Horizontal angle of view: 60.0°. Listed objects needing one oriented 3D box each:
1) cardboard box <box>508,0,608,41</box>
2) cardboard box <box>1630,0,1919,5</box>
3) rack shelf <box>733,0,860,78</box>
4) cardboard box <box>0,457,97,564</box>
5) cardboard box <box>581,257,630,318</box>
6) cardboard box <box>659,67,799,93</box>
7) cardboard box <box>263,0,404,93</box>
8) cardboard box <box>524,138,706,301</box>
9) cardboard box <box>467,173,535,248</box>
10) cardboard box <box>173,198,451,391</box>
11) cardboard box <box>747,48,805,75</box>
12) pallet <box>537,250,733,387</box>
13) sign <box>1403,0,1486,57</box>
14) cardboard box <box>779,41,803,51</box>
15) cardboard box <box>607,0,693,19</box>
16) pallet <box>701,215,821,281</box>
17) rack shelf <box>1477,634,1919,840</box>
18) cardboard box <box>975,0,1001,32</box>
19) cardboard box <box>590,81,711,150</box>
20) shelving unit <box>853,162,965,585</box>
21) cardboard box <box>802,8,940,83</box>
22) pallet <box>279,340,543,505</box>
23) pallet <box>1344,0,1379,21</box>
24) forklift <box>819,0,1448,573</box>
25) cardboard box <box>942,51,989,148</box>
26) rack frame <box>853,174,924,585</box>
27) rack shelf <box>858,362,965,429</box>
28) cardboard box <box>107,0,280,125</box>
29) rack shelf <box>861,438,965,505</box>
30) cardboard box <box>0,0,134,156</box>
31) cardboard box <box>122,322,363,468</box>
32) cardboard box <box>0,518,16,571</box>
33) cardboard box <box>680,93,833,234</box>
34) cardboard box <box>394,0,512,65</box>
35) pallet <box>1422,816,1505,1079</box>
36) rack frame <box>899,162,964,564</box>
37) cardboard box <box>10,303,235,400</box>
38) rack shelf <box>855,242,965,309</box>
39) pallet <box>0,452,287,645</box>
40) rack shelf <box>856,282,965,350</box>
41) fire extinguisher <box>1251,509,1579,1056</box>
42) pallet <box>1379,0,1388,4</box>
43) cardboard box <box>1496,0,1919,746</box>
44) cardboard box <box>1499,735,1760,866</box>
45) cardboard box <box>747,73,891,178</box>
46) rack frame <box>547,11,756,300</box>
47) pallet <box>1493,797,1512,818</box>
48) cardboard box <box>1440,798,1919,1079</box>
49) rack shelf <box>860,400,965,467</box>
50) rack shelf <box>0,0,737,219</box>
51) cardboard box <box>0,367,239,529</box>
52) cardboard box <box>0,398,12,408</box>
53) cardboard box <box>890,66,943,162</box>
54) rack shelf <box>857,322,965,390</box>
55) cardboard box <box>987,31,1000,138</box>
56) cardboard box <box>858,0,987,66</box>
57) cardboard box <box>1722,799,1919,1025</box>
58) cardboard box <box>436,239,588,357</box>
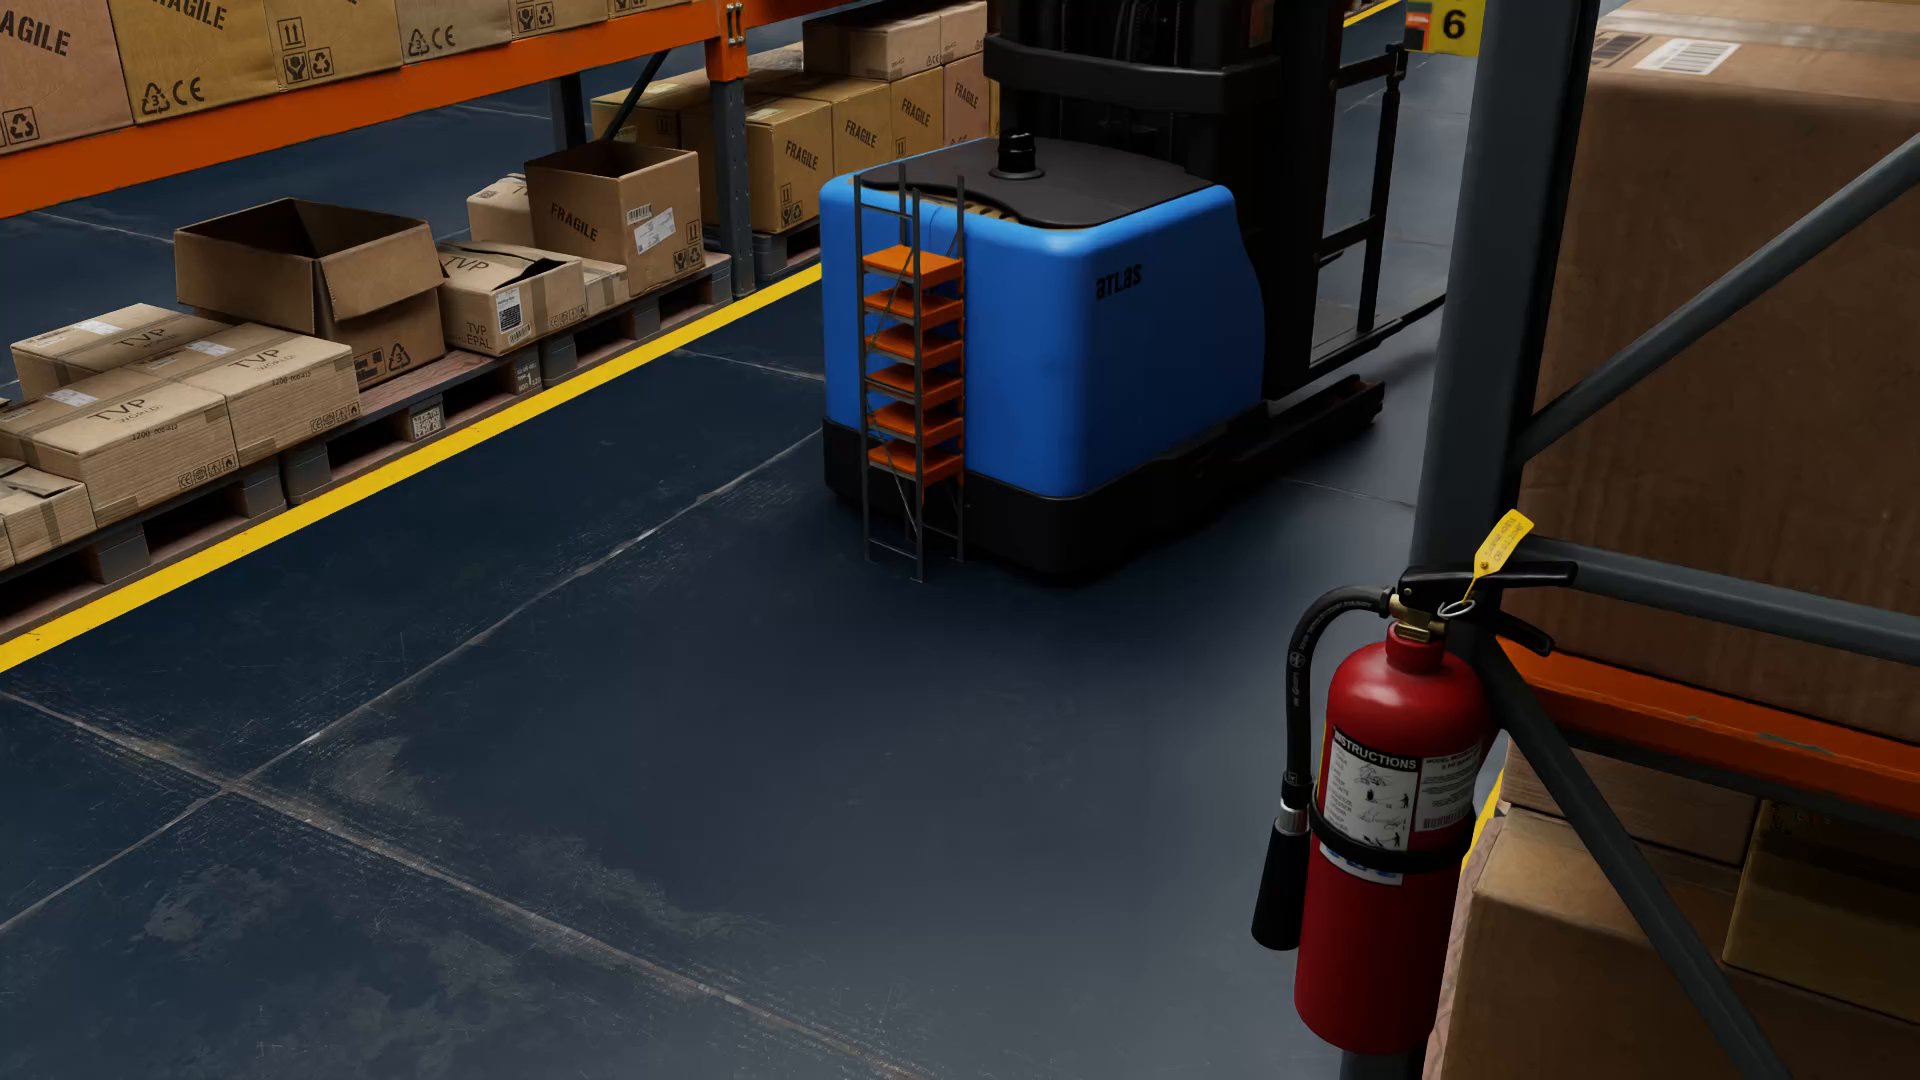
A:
[{"bbox_3d":[-1.656,-2.131,6.045,0.500,0.500,0.500,15,30,28],"label":"cardboard box"},{"bbox_3d":[1.556,-0.512,2.586,0.980,0.700,0.700,14,30,26],"label":"cardboard box"},{"bbox_3d":[-0.398,-2.997,8.689,1.077,0.370,4.000,14,30,26],"label":"rack shelf"},{"bbox_3d":[-2.721,-0.095,4.762,0.380,0.166,0.250,14,30,26],"label":"cardboard box"},{"bbox_3d":[-1.547,-1.017,6.624,0.380,0.149,0.250,14,30,26],"label":"cardboard box"},{"bbox_3d":[-1.138,-2.064,8.324,0.500,0.500,0.500,14,30,26],"label":"cardboard box"},{"bbox_3d":[-2.155,-1.731,5.246,0.500,0.500,0.500,15,30,27],"label":"cardboard box"},{"bbox_3d":[-1.415,-1.333,6.864,0.500,0.500,0.500,14,30,26],"label":"cardboard box"},{"bbox_3d":[-1.776,-1.417,7.243,0.500,0.311,0.500,14,30,26],"label":"cardboard box"},{"bbox_3d":[-2.301,-0.886,5.966,0.797,0.503,0.637,14,30,26],"label":"cardboard box"},{"bbox_3d":[-0.891,-2.260,8.714,0.500,0.500,0.500,15,30,27],"label":"cardboard box"},{"bbox_3d":[-1.720,-1.025,7.061,1.003,0.211,1.213,14,30,26],"label":"pallet"},{"bbox_3d":[0.500,-0.639,1.618,0.100,0.325,0.005,14,30,26],"label":"sign"},{"bbox_3d":[-0.642,-2.458,9.111,0.500,0.500,0.500,13,29,24],"label":"cardboard box"},{"bbox_3d":[-1.404,-2.332,6.447,0.500,0.500,0.500,15,30,27],"label":"cardboard box"},{"bbox_3d":[-1.014,-1.617,8.245,1.003,0.211,1.213,14,30,26],"label":"pallet"},{"bbox_3d":[1.949,-0.348,3.399,1.077,0.370,4.000,14,30,26],"label":"rack shelf"},{"bbox_3d":[0.307,-3.073,9.501,0.500,0.250,0.500,15,30,28],"label":"cardboard box"},{"bbox_3d":[-1.388,-1.873,7.942,0.500,0.500,0.500,14,30,26],"label":"cardboard box"},{"bbox_3d":[-0.141,-0.469,4.846,0.258,1.200,0.189,21,34,36],"label":"shelving unit"},{"bbox_3d":[-0.439,-2.478,8.312,0.500,0.250,0.500,14,30,26],"label":"cardboard box"},{"bbox_3d":[-2.319,-0.547,6.108,1.003,0.211,1.213,14,30,26],"label":"pallet"},{"bbox_3d":[2.982,-4.711,14.424,1.003,0.211,1.213,14,30,26],"label":"pallet"},{"bbox_3d":[0.901,-1.794,5.559,1.130,2.935,3.031,21,34,36],"label":"forklift"},{"bbox_3d":[-0.177,-2.353,8.901,0.500,0.500,0.500,13,29,24],"label":"cardboard box"},{"bbox_3d":[-0.201,-0.438,4.784,0.240,1.200,0.006,21,34,36],"label":"rack frame"},{"bbox_3d":[-0.141,-0.429,4.866,0.258,0.103,0.180,21,34,36],"label":"rack shelf"},{"bbox_3d":[-2.403,-1.537,4.858,0.500,0.500,0.500,14,30,26],"label":"cardboard box"},{"bbox_3d":[-0.141,-0.214,4.973,0.258,0.103,0.180,21,34,36],"label":"rack shelf"},{"bbox_3d":[-2.652,-1.342,4.468,0.500,0.500,0.500,14,30,26],"label":"cardboard box"},{"bbox_3d":[-2.343,-0.486,5.451,0.500,0.250,0.500,14,30,26],"label":"cardboard box"},{"bbox_3d":[-2.844,0.010,4.571,0.380,0.149,0.250,14,30,26],"label":"cardboard box"},{"bbox_3d":[-0.931,-1.753,7.702,0.500,0.500,0.500,13,29,24],"label":"cardboard box"},{"bbox_3d":[-1.907,-1.930,5.644,0.500,0.500,0.500,15,30,27],"label":"cardboard box"},{"bbox_3d":[1.291,1.027,2.962,1.003,0.211,1.213,14,30,26],"label":"pallet"},{"bbox_3d":[-0.081,-0.500,4.908,0.240,1.200,0.006,21,34,36],"label":"rack frame"},{"bbox_3d":[-2.803,-0.577,5.632,0.500,0.250,0.500,14,30,26],"label":"cardboard box"},{"bbox_3d":[-0.141,-0.751,4.705,0.258,0.103,0.180,21,34,36],"label":"rack shelf"},{"bbox_3d":[-2.920,-0.074,5.161,1.003,0.211,1.213,14,30,26],"label":"pallet"},{"bbox_3d":[-0.141,-0.644,4.758,0.258,0.103,0.180,21,34,36],"label":"rack shelf"},{"bbox_3d":[0.489,0.268,1.867,0.296,0.674,0.183,14,30,26],"label":"fire extinguisher"},{"bbox_3d":[3.581,-5.188,15.378,1.003,0.211,1.213,14,30,26],"label":"pallet"},{"bbox_3d":[1.208,-0.226,2.015,0.980,0.700,0.700,16,31,28],"label":"cardboard box"},{"bbox_3d":[1.127,0.364,2.770,0.380,0.149,0.250,14,30,26],"label":"cardboard box"},{"bbox_3d":[-0.679,-1.963,8.122,0.500,0.500,0.500,15,30,27],"label":"cardboard box"},{"bbox_3d":[-1.381,-2.539,6.971,1.000,3.000,0.127,14,30,26],"label":"rack frame"},{"bbox_3d":[1.892,0.554,3.908,1.003,0.211,1.213,14,30,26],"label":"pallet"},{"bbox_3d":[1.223,0.744,2.735,0.700,0.500,0.500,14,30,26],"label":"cardboard box"},{"bbox_3d":[-0.141,-0.322,4.920,0.258,0.103,0.180,21,34,36],"label":"rack shelf"},{"bbox_3d":[-2.365,-1.438,5.575,1.077,0.370,4.000,14,30,26],"label":"rack shelf"},{"bbox_3d":[-2.589,-0.292,5.062,0.500,0.250,0.500,14,30,26],"label":"cardboard box"},{"bbox_3d":[-3.019,-0.314,5.200,0.380,0.166,0.250,14,30,26],"label":"cardboard box"},{"bbox_3d":[-0.426,-2.156,8.507,0.500,0.500,0.500,15,30,27],"label":"cardboard box"},{"bbox_3d":[-0.141,-0.536,4.812,0.258,0.103,0.180,21,34,36],"label":"rack shelf"},{"bbox_3d":[0.076,-2.559,9.312,0.500,0.500,0.500,13,29,24],"label":"cardboard box"},{"bbox_3d":[-0.193,-2.673,8.703,0.500,0.250,0.500,14,30,25],"label":"cardboard box"},{"bbox_3d":[1.335,0.547,2.405,0.380,0.149,0.250,14,30,26],"label":"cardboard box"},{"bbox_3d":[-1.784,-0.957,6.322,0.500,0.311,0.500,14,30,26],"label":"cardboard box"}]
